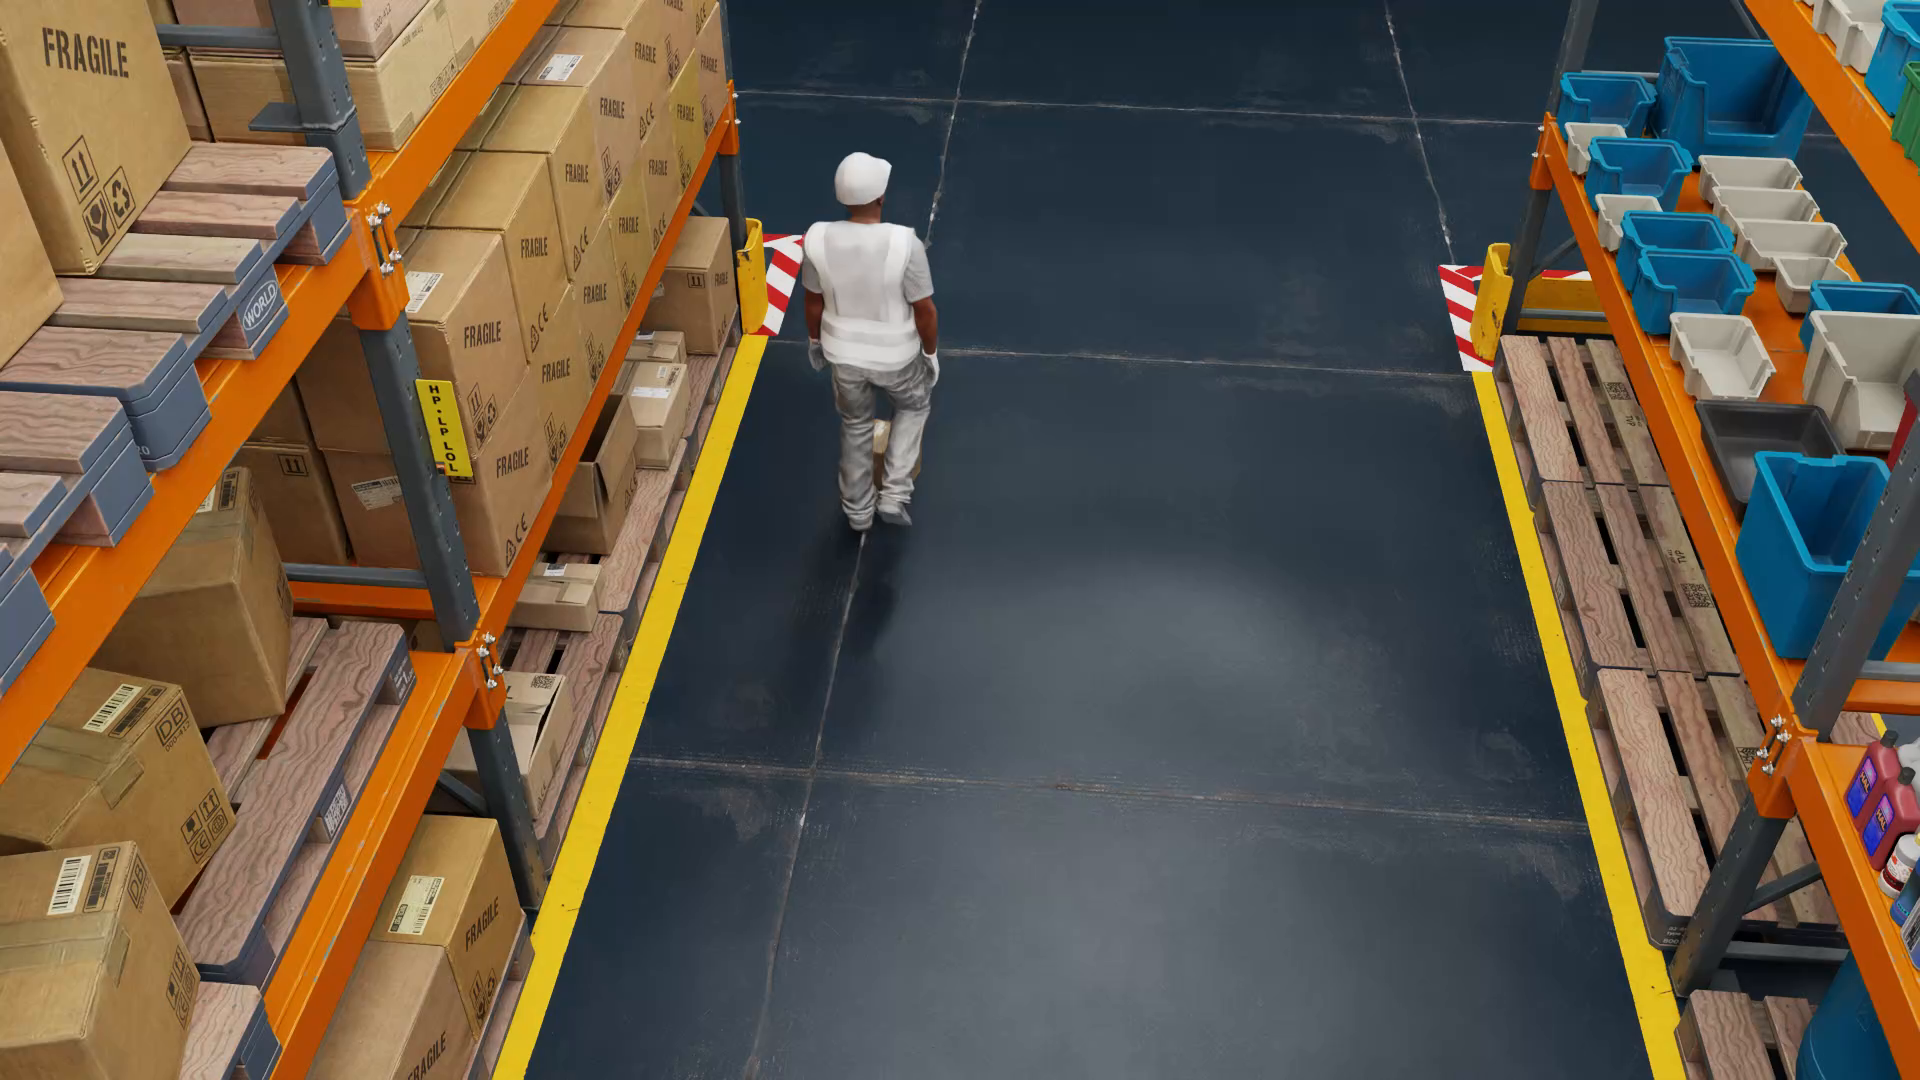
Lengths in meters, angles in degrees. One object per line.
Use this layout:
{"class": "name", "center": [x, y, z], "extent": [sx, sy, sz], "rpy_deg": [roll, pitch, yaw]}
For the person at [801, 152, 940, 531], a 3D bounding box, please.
{"class": "person", "center": [-0.380, -0.790, 7.052], "extent": [0.599, 1.769, 0.503], "rpy_deg": [8, 40, 10]}
